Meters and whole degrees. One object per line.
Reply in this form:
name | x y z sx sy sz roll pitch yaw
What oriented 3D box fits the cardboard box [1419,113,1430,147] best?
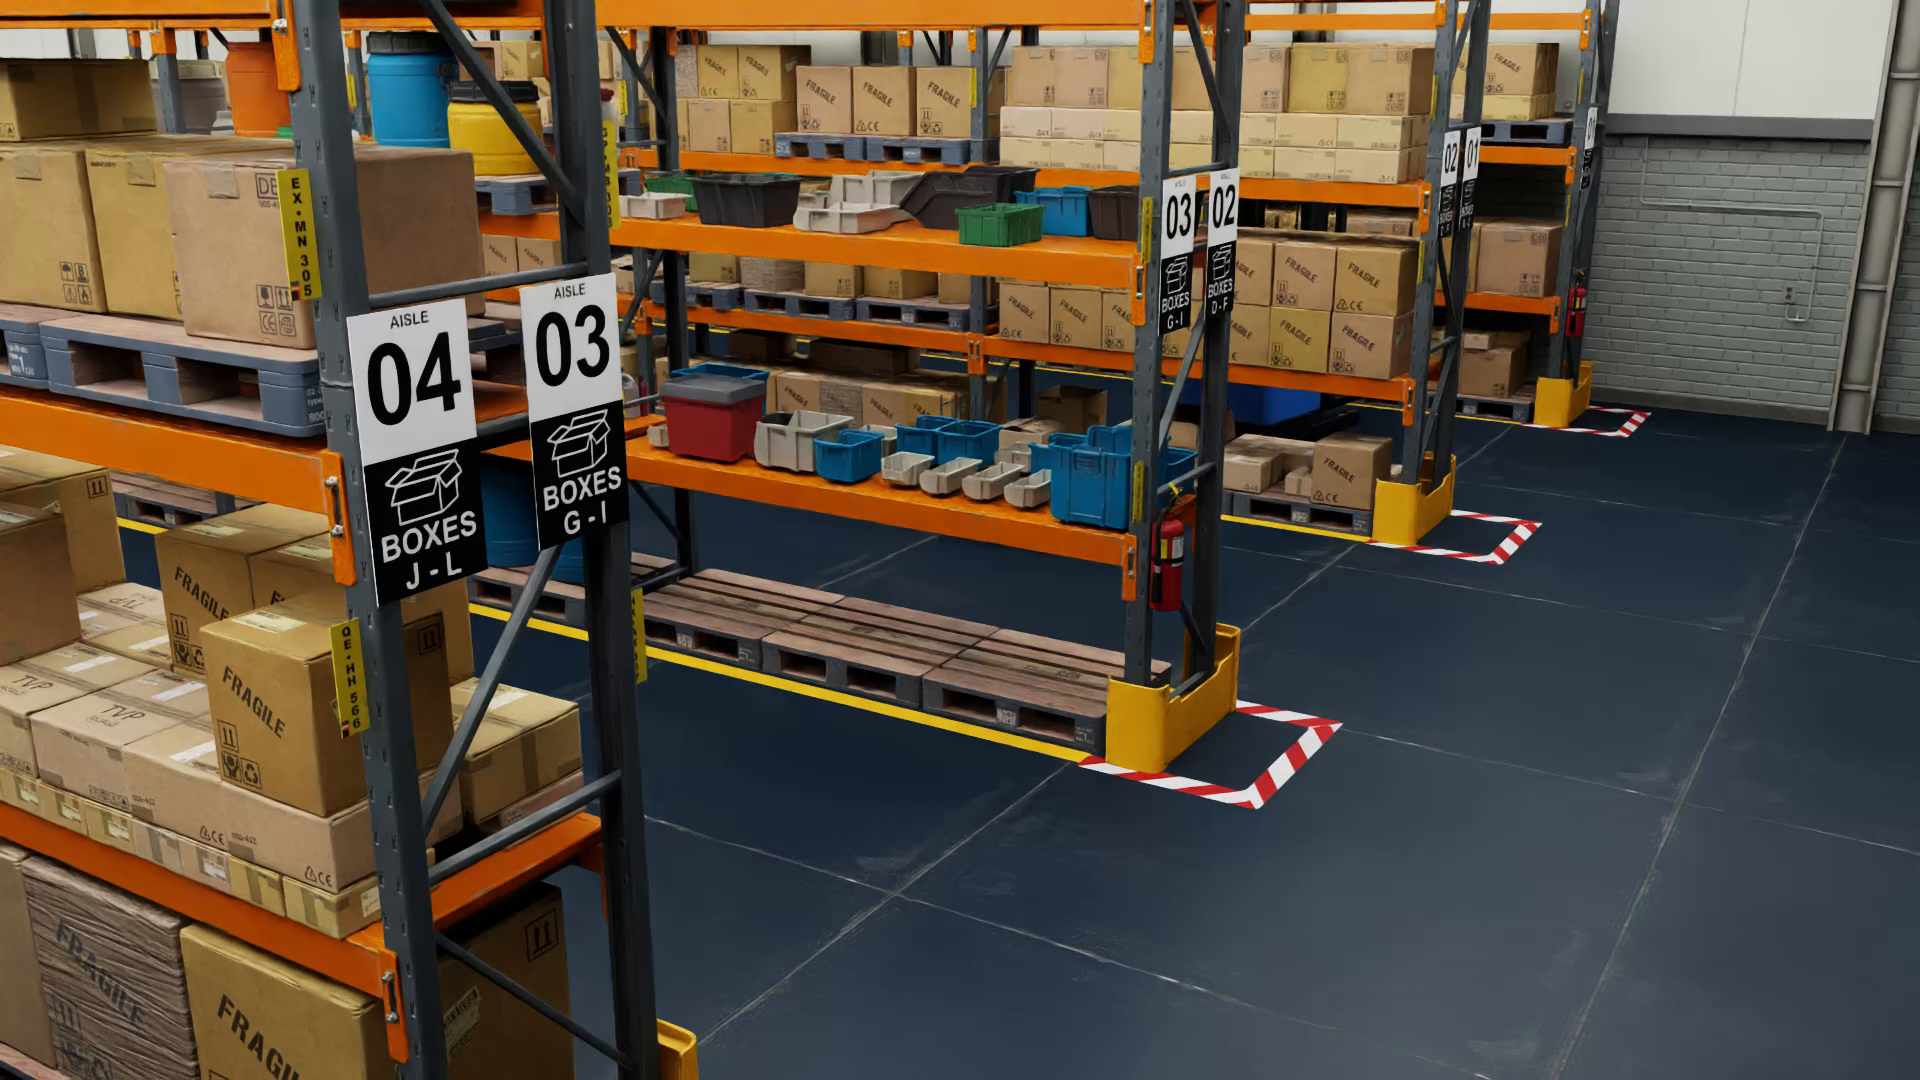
cardboard box | 3.508 -3.283 13.267 0.500 0.250 0.500 10 20 30

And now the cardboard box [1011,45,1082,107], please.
cardboard box | 0.836 -4.044 14.479 0.500 0.500 0.700 10 20 30

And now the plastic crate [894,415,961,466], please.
plastic crate | -0.201 -0.626 10.464 0.300 0.233 0.416 10 20 30

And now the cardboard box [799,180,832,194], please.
cardboard box | -1.897 -4.494 22.085 0.500 0.500 0.700 10 20 30

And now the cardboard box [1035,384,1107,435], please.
cardboard box | 1.035 -1.145 15.532 0.500 0.500 0.500 10 20 30

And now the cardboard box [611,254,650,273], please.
cardboard box | -3.668 -2.896 17.909 0.500 0.311 0.500 10 19 29

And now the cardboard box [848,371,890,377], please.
cardboard box | -0.766 -1.451 16.542 0.500 0.500 0.500 10 20 31

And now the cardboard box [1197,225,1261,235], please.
cardboard box | 2.263 -2.429 14.325 0.500 0.500 0.500 10 20 30

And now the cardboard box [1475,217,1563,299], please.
cardboard box | 5.959 -2.984 17.528 0.700 0.700 0.980 11 20 33

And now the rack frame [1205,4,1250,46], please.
rack frame | 2.991 -6.244 18.456 0.127 3.000 1.000 10 20 30

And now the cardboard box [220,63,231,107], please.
cardboard box | -8.552 -5.403 19.710 0.500 0.500 0.500 10 20 30

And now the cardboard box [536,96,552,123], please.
cardboard box | -4.361 -4.540 17.539 0.500 0.250 0.500 10 19 29

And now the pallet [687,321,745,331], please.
pallet | -3.162 -3.139 23.350 1.213 0.211 1.003 10 20 30

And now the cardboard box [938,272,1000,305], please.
cardboard box | 0.115 -2.523 15.631 0.500 0.500 0.700 4 17 12

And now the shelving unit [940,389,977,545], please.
shelving unit | -0.012 -0.576 13.214 0.189 1.200 0.258 10 20 30

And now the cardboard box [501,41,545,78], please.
cardboard box | -6.190 -6.888 23.807 0.500 0.500 0.500 11 20 32

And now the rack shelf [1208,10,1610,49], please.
rack shelf | 4.695 -5.405 17.617 4.000 0.370 1.077 10 20 30

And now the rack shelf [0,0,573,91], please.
rack shelf | -3.082 -1.724 5.501 4.000 0.370 1.077 10 20 30

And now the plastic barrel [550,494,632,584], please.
plastic barrel | -2.649 -0.204 11.780 0.708 0.901 0.600 10 20 30

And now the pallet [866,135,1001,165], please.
pallet | -0.118 -3.608 15.262 1.003 0.211 1.213 10 20 30

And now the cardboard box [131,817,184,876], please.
cardboard box | -2.502 0.946 5.537 0.250 0.149 0.380 11 20 31

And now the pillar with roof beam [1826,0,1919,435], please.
pillar with roof beam | 6.900 -4.373 12.296 0.400 9.000 9.100 10 20 30

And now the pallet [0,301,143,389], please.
pallet | -3.059 -0.774 5.759 1.213 0.211 1.003 10 20 30

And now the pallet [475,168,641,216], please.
pallet | -2.913 -2.360 11.154 1.003 0.211 1.213 10 20 30

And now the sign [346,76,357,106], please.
sign | -6.705 -4.946 18.317 0.005 0.325 0.100 10 20 30

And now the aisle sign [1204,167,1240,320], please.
aisle sign | 1.431 -1.618 9.075 0.004 0.787 0.394 10 20 30

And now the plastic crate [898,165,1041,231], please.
plastic crate | 0.056 -2.018 9.809 0.767 0.338 0.504 10 20 30

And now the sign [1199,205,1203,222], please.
sign | 2.715 -3.754 18.724 0.005 0.325 0.100 10 20 30

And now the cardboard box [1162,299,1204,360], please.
cardboard box | 1.990 -1.819 14.035 0.500 0.500 0.500 10 19 29

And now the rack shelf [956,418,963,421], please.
rack shelf | -0.012 -0.878 13.122 0.180 0.103 0.258 10 20 30

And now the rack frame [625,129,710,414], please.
rack frame | -3.007 -2.755 17.290 0.127 3.000 1.000 10 20 30

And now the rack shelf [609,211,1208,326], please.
rack shelf | -0.490 -1.707 9.917 4.000 0.370 1.077 10 20 30

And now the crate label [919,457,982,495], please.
crate label | -0.065 -0.378 9.814 0.243 0.136 0.396 10 20 30

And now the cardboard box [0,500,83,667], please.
cardboard box | -3.650 0.168 6.123 0.500 0.500 0.500 9 19 28

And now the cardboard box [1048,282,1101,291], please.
cardboard box | 1.096 -2.453 14.404 0.500 0.500 0.500 9 19 28

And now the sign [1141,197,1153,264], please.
sign | 0.940 -1.558 8.370 0.005 0.325 0.100 10 20 30

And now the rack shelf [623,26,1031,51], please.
rack shelf | -1.303 -4.786 15.579 4.000 0.370 1.077 10 20 30

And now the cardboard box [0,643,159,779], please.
cardboard box | -3.241 0.603 5.980 0.500 0.250 0.500 10 20 30

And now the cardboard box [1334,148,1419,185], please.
cardboard box | 3.234 -2.914 12.912 0.500 0.250 0.500 10 20 30

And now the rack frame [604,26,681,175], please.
rack frame | -2.194 -3.791 10.378 0.127 3.000 1.000 10 20 30

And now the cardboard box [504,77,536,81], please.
cardboard box | -6.197 -6.411 23.957 0.500 0.500 0.500 11 20 33

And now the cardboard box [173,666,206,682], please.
cardboard box | -2.518 0.550 6.157 0.500 0.250 0.500 9 19 28

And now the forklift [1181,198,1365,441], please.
forklift | 3.506 -2.627 16.986 1.130 2.935 3.031 14 22 38

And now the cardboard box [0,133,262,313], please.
cardboard box | -2.731 -1.065 5.499 0.500 0.500 0.700 9 19 26

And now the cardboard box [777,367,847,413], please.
cardboard box | -1.448 -1.396 16.358 0.500 0.500 0.500 9 19 28

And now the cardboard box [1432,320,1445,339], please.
cardboard box | 5.316 -2.308 18.281 0.250 0.149 0.380 10 20 31

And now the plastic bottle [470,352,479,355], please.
plastic bottle | -3.676 -1.293 12.560 0.185 0.351 0.144 10 20 30

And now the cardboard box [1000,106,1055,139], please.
cardboard box | 0.686 -3.614 14.354 0.500 0.250 0.500 10 20 30

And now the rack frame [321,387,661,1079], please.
rack frame | -1.378 0.915 5.209 0.127 3.000 1.000 10 20 30

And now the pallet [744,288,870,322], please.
pallet | -1.348 -2.368 16.348 1.213 0.211 1.003 10 20 30

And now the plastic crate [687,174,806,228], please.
plastic crate | -1.279 -2.036 9.988 0.590 0.269 0.497 10 20 30

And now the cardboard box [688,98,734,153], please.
cardboard box | -2.183 -4.102 16.393 0.500 0.500 0.910 10 20 30

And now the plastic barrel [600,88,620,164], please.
plastic barrel | -2.511 -2.764 11.201 0.433 0.535 0.433 0 17 0
